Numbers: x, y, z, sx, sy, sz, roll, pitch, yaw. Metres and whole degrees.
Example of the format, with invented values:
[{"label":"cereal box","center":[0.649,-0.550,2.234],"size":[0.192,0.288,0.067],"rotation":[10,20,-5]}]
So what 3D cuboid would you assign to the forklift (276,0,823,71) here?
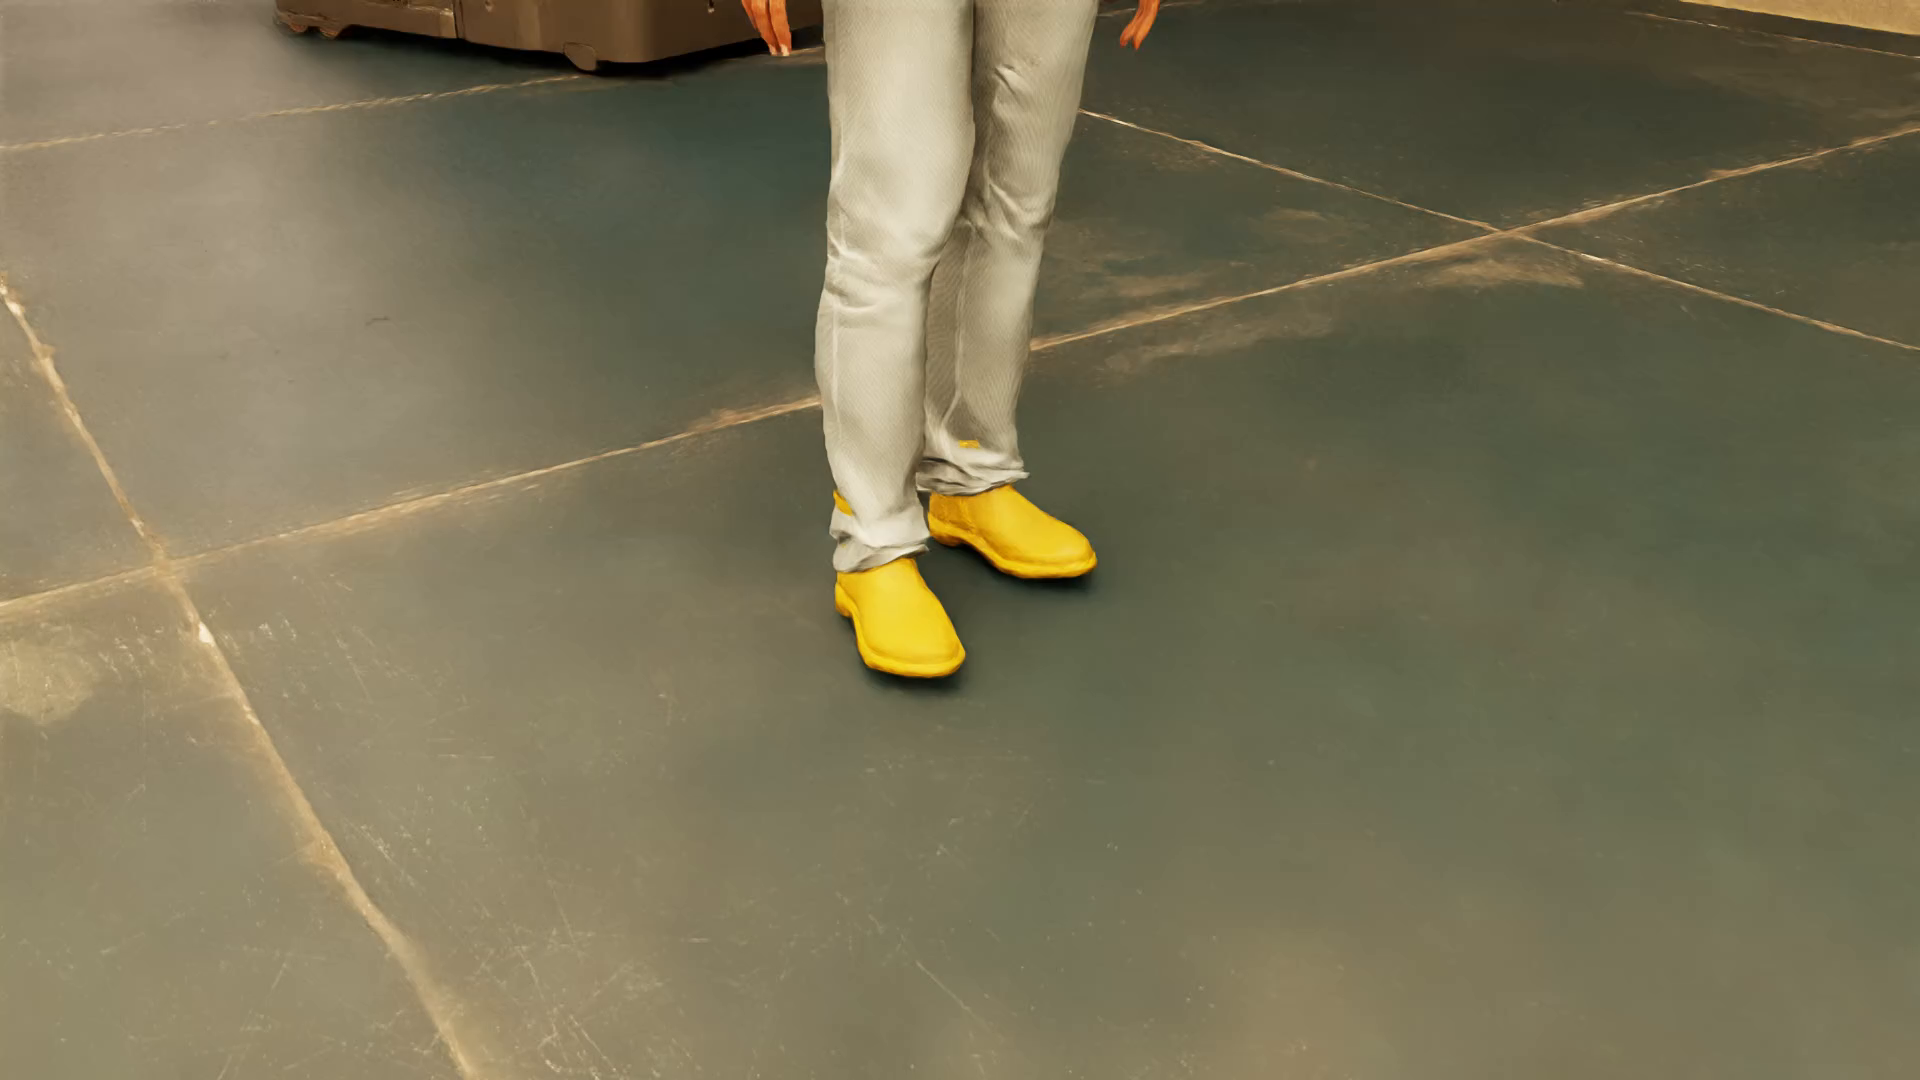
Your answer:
[{"label":"forklift","center":[-1.999,-3.379,5.967],"size":[3.031,2.935,1.130],"rotation":[17,32,31]}]

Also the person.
[{"label":"person","center":[0.035,-0.768,2.047],"size":[0.665,1.765,0.576],"rotation":[-17,31,-31]}]
